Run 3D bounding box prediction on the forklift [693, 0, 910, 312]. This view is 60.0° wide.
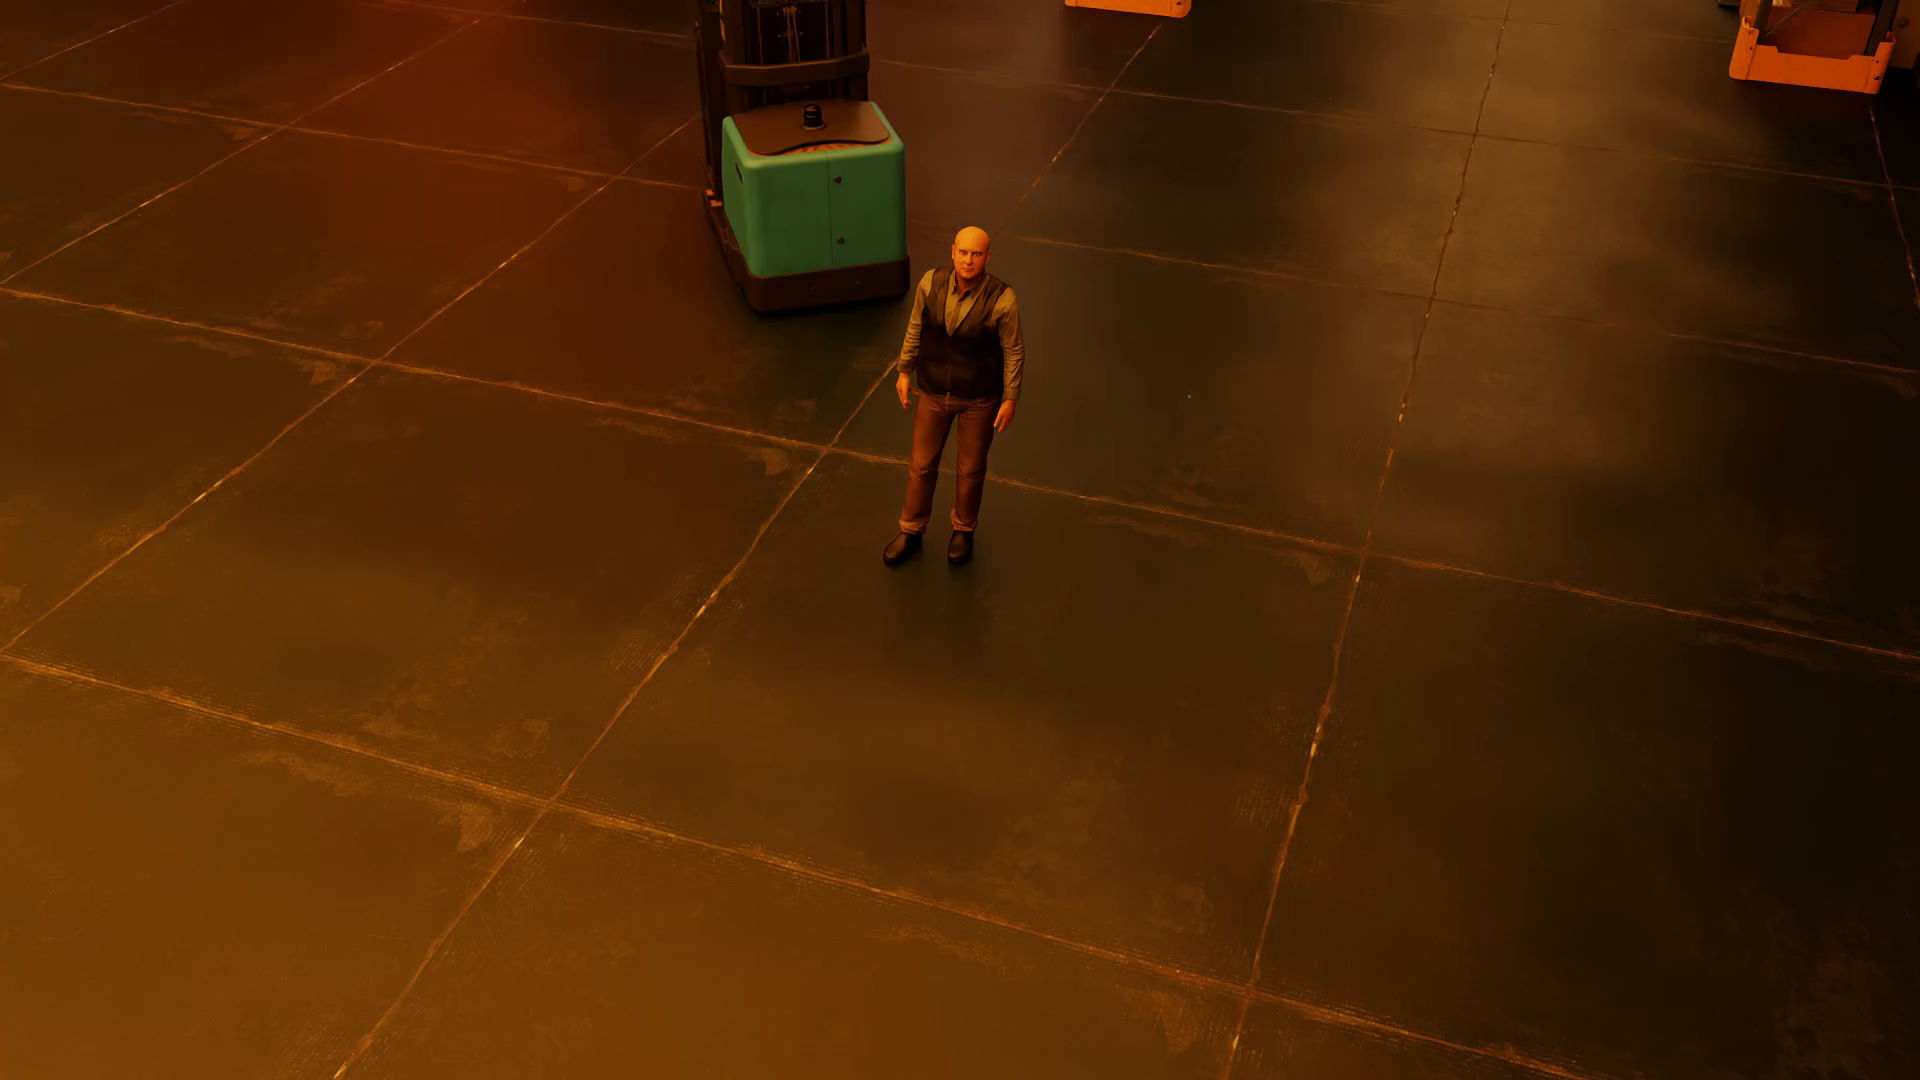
[{"bbox_3d":[-1.225,-3.497,11.043,1.130,2.935,3.031,-10,36,-13],"label":"forklift"}]

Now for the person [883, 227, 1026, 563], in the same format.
[{"bbox_3d":[-0.028,-0.675,8.097,0.633,1.722,0.566,12,37,16],"label":"person"}]
